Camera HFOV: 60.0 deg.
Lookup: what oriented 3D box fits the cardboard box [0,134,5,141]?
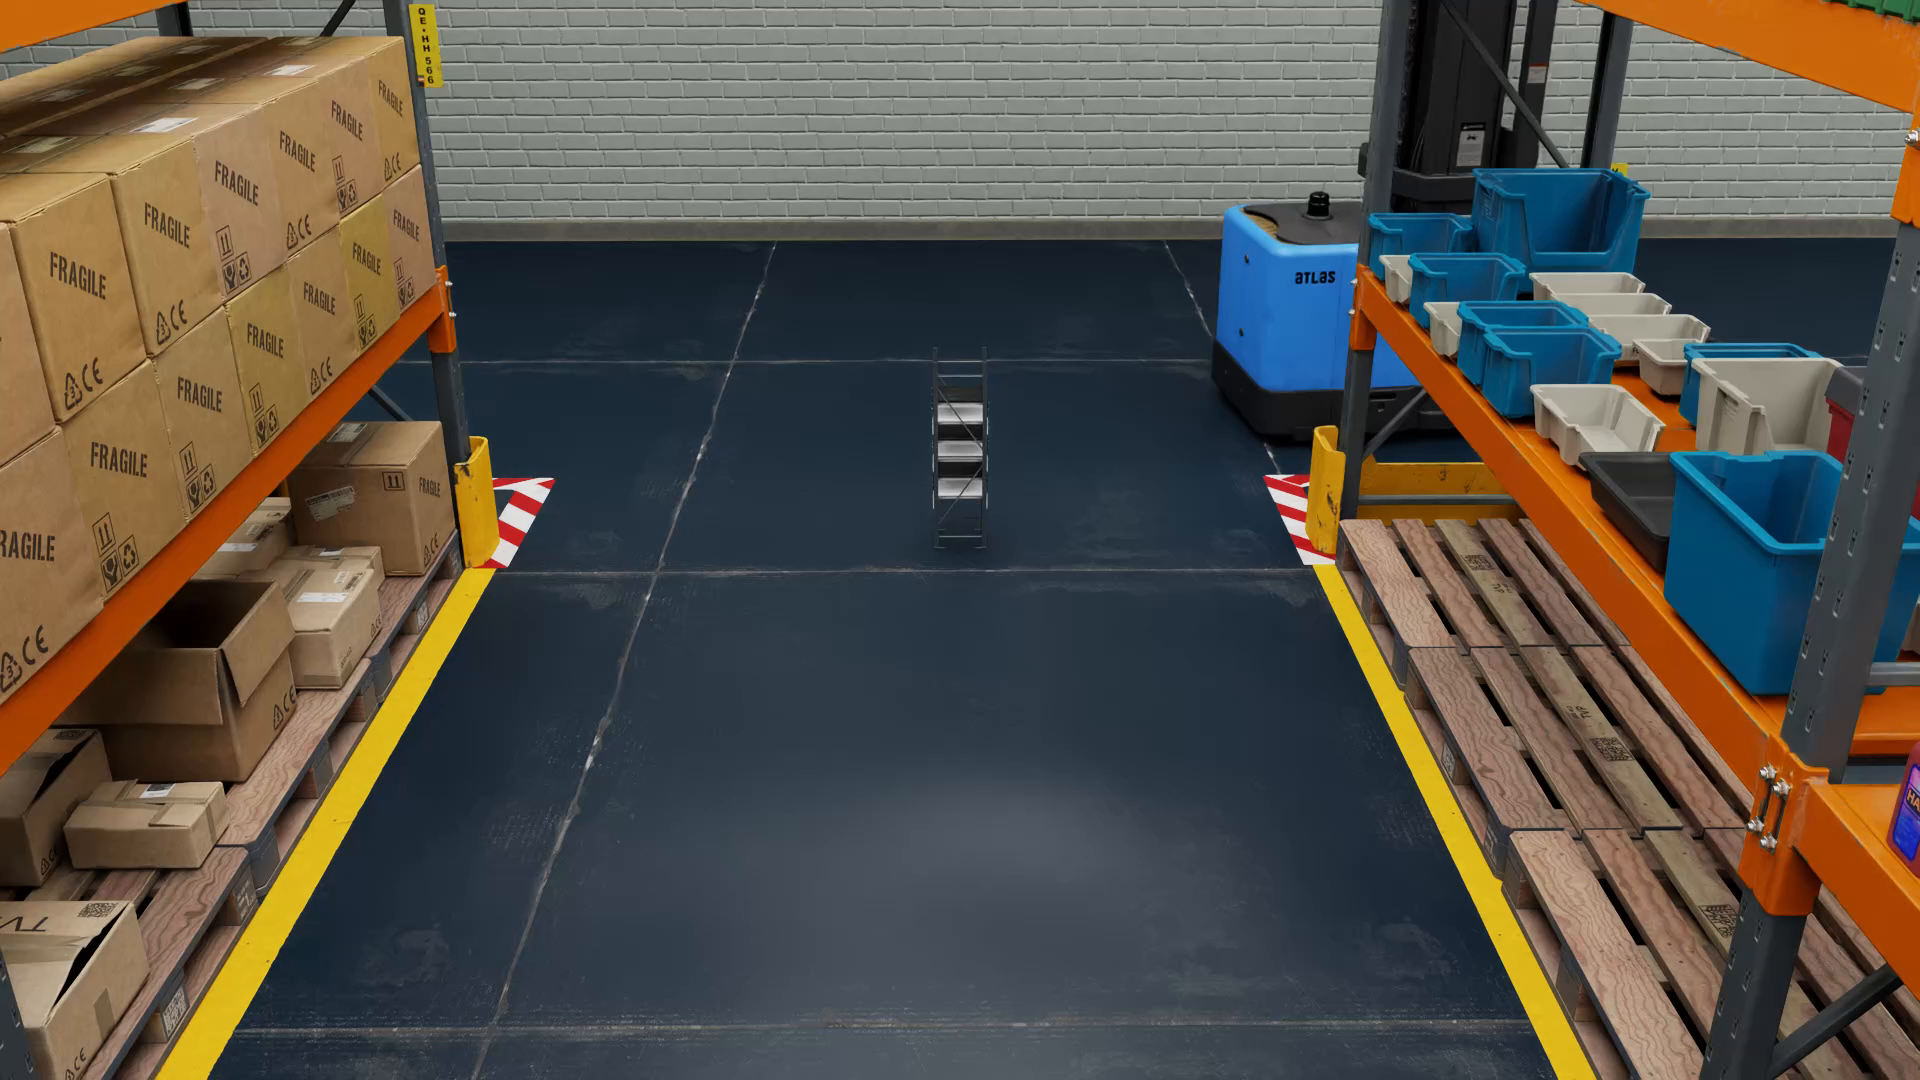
[{"bbox_3d":[-2.958,-0.820,4.589,0.500,0.500,0.500,0,24,0],"label":"cardboard box"}]

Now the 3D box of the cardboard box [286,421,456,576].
[{"bbox_3d":[-2.471,-0.180,7.008,0.500,0.500,0.500,0,24,-1],"label":"cardboard box"}]

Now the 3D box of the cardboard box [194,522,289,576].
[{"bbox_3d":[-2.996,0.142,6.598,0.500,0.250,0.500,0,24,-1],"label":"cardboard box"}]

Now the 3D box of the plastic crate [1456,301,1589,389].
[{"bbox_3d":[1.917,-0.668,5.716,0.416,0.233,0.300,0,24,-1],"label":"plastic crate"}]

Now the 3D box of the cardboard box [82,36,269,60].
[{"bbox_3d":[-2.983,-1.659,6.443,0.500,0.500,0.500,0,24,1],"label":"cardboard box"}]

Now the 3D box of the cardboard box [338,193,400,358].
[{"bbox_3d":[-2.437,-0.990,6.178,0.500,0.500,0.500,0,24,0],"label":"cardboard box"}]

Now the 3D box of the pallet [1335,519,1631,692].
[{"bbox_3d":[2.200,0.248,6.945,1.003,0.211,1.213,0,24,-1],"label":"pallet"}]

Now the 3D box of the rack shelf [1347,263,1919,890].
[{"bbox_3d":[2.251,-0.210,5.448,1.077,0.370,4.000,0,24,-1],"label":"rack shelf"}]

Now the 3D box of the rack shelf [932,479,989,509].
[{"bbox_3d":[0.000,-0.219,7.660,0.258,0.077,0.200,0,24,-1],"label":"rack shelf"}]

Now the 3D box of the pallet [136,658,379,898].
[{"bbox_3d":[-2.703,0.790,5.746,1.003,0.211,1.213,0,24,-1],"label":"pallet"}]

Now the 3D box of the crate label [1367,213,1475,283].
[{"bbox_3d":[1.903,-1.210,6.916,0.416,0.233,0.303,0,24,-1],"label":"crate label"}]

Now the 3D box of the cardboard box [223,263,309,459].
[{"bbox_3d":[-2.432,-0.577,5.264,0.500,0.500,0.500,-1,24,-1],"label":"cardboard box"}]

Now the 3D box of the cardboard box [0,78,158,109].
[{"bbox_3d":[-2.969,-1.237,5.510,0.500,0.500,0.500,0,24,0],"label":"cardboard box"}]

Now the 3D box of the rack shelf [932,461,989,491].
[{"bbox_3d":[0.000,-0.301,7.623,0.258,0.077,0.200,0,24,-1],"label":"rack shelf"}]

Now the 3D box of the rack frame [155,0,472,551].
[{"bbox_3d":[-2.724,-1.342,7.076,1.000,3.000,0.127,0,24,-1],"label":"rack frame"}]

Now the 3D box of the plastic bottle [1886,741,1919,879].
[{"bbox_3d":[1.850,0.492,3.163,0.061,0.283,0.133,0,24,-1],"label":"plastic bottle"}]

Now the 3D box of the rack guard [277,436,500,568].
[{"bbox_3d":[-2.723,-0.171,7.522,1.175,0.500,0.348,0,24,-1],"label":"rack guard"}]

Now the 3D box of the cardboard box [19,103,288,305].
[{"bbox_3d":[-2.422,-1.027,5.046,0.500,0.500,0.500,0,24,1],"label":"cardboard box"}]

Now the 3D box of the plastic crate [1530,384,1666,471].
[{"bbox_3d":[1.953,-0.337,5.103,0.293,0.136,0.466,0,24,-1],"label":"plastic crate"}]

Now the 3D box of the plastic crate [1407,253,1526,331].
[{"bbox_3d":[1.910,-0.939,6.316,0.416,0.233,0.300,0,24,-1],"label":"plastic crate"}]

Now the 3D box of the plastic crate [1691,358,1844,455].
[{"bbox_3d":[2.441,-0.317,4.883,0.437,0.282,0.530,0,24,-1],"label":"plastic crate"}]

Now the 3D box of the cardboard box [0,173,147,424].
[{"bbox_3d":[-2.410,-0.602,4.107,0.500,0.500,0.500,-1,24,-2],"label":"cardboard box"}]

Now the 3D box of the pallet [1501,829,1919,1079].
[{"bbox_3d":[2.226,1.254,4.722,1.003,0.211,1.213,0,24,-1],"label":"pallet"}]

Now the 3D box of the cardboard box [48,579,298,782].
[{"bbox_3d":[-2.706,0.470,5.567,0.797,0.503,0.637,0,24,-1],"label":"cardboard box"}]

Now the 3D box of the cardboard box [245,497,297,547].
[{"bbox_3d":[-3.063,-0.069,7.188,0.380,0.149,0.250,0,24,-1],"label":"cardboard box"}]

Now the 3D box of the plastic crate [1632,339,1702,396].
[{"bbox_3d":[2.457,-0.578,5.636,0.298,0.136,0.250,0,24,-1],"label":"plastic crate"}]

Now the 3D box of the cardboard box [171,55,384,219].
[{"bbox_3d":[-2.438,-1.452,5.986,0.500,0.500,0.500,0,24,1],"label":"cardboard box"}]

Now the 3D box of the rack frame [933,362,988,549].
[{"bbox_3d":[0.001,-0.371,7.479,0.240,0.900,0.006,0,24,-1],"label":"rack frame"}]

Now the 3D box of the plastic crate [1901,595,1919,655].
[{"bbox_3d":[2.411,0.186,3.945,0.396,0.136,0.243,0,24,-1],"label":"plastic crate"}]

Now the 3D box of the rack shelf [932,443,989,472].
[{"bbox_3d":[0.000,-0.383,7.586,0.258,0.077,0.200,0,24,-1],"label":"rack shelf"}]

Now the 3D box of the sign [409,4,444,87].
[{"bbox_3d":[-2.169,-2.007,6.760,0.100,0.325,0.005,0,24,-1],"label":"sign"}]

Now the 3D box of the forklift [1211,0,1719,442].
[{"bbox_3d":[3.017,-2.116,8.871,3.031,2.935,1.130,-3,25,-7],"label":"forklift"}]

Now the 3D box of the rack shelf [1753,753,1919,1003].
[{"bbox_3d":[2.295,1.438,1.804,1.077,0.370,4.000,0,24,-1],"label":"rack shelf"}]

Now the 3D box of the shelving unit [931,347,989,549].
[{"bbox_3d":[0.000,-0.413,7.572,0.258,0.900,0.210,0,24,-1],"label":"shelving unit"}]

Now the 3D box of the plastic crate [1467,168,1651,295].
[{"bbox_3d":[2.420,-1.269,6.799,0.616,0.435,0.499,0,24,-1],"label":"plastic crate"}]

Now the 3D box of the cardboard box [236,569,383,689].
[{"bbox_3d":[-2.491,0.325,6.193,0.500,0.250,0.500,0,24,-1],"label":"cardboard box"}]

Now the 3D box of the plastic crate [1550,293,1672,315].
[{"bbox_3d":[2.408,-0.815,6.159,0.396,0.136,0.243,0,24,-1],"label":"plastic crate"}]

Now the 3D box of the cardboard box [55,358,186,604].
[{"bbox_3d":[-2.422,-0.161,4.345,0.500,0.500,0.500,0,24,0],"label":"cardboard box"}]

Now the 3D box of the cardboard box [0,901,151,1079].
[{"bbox_3d":[-2.468,1.157,4.280,0.500,0.311,0.500,0,24,-1],"label":"cardboard box"}]
